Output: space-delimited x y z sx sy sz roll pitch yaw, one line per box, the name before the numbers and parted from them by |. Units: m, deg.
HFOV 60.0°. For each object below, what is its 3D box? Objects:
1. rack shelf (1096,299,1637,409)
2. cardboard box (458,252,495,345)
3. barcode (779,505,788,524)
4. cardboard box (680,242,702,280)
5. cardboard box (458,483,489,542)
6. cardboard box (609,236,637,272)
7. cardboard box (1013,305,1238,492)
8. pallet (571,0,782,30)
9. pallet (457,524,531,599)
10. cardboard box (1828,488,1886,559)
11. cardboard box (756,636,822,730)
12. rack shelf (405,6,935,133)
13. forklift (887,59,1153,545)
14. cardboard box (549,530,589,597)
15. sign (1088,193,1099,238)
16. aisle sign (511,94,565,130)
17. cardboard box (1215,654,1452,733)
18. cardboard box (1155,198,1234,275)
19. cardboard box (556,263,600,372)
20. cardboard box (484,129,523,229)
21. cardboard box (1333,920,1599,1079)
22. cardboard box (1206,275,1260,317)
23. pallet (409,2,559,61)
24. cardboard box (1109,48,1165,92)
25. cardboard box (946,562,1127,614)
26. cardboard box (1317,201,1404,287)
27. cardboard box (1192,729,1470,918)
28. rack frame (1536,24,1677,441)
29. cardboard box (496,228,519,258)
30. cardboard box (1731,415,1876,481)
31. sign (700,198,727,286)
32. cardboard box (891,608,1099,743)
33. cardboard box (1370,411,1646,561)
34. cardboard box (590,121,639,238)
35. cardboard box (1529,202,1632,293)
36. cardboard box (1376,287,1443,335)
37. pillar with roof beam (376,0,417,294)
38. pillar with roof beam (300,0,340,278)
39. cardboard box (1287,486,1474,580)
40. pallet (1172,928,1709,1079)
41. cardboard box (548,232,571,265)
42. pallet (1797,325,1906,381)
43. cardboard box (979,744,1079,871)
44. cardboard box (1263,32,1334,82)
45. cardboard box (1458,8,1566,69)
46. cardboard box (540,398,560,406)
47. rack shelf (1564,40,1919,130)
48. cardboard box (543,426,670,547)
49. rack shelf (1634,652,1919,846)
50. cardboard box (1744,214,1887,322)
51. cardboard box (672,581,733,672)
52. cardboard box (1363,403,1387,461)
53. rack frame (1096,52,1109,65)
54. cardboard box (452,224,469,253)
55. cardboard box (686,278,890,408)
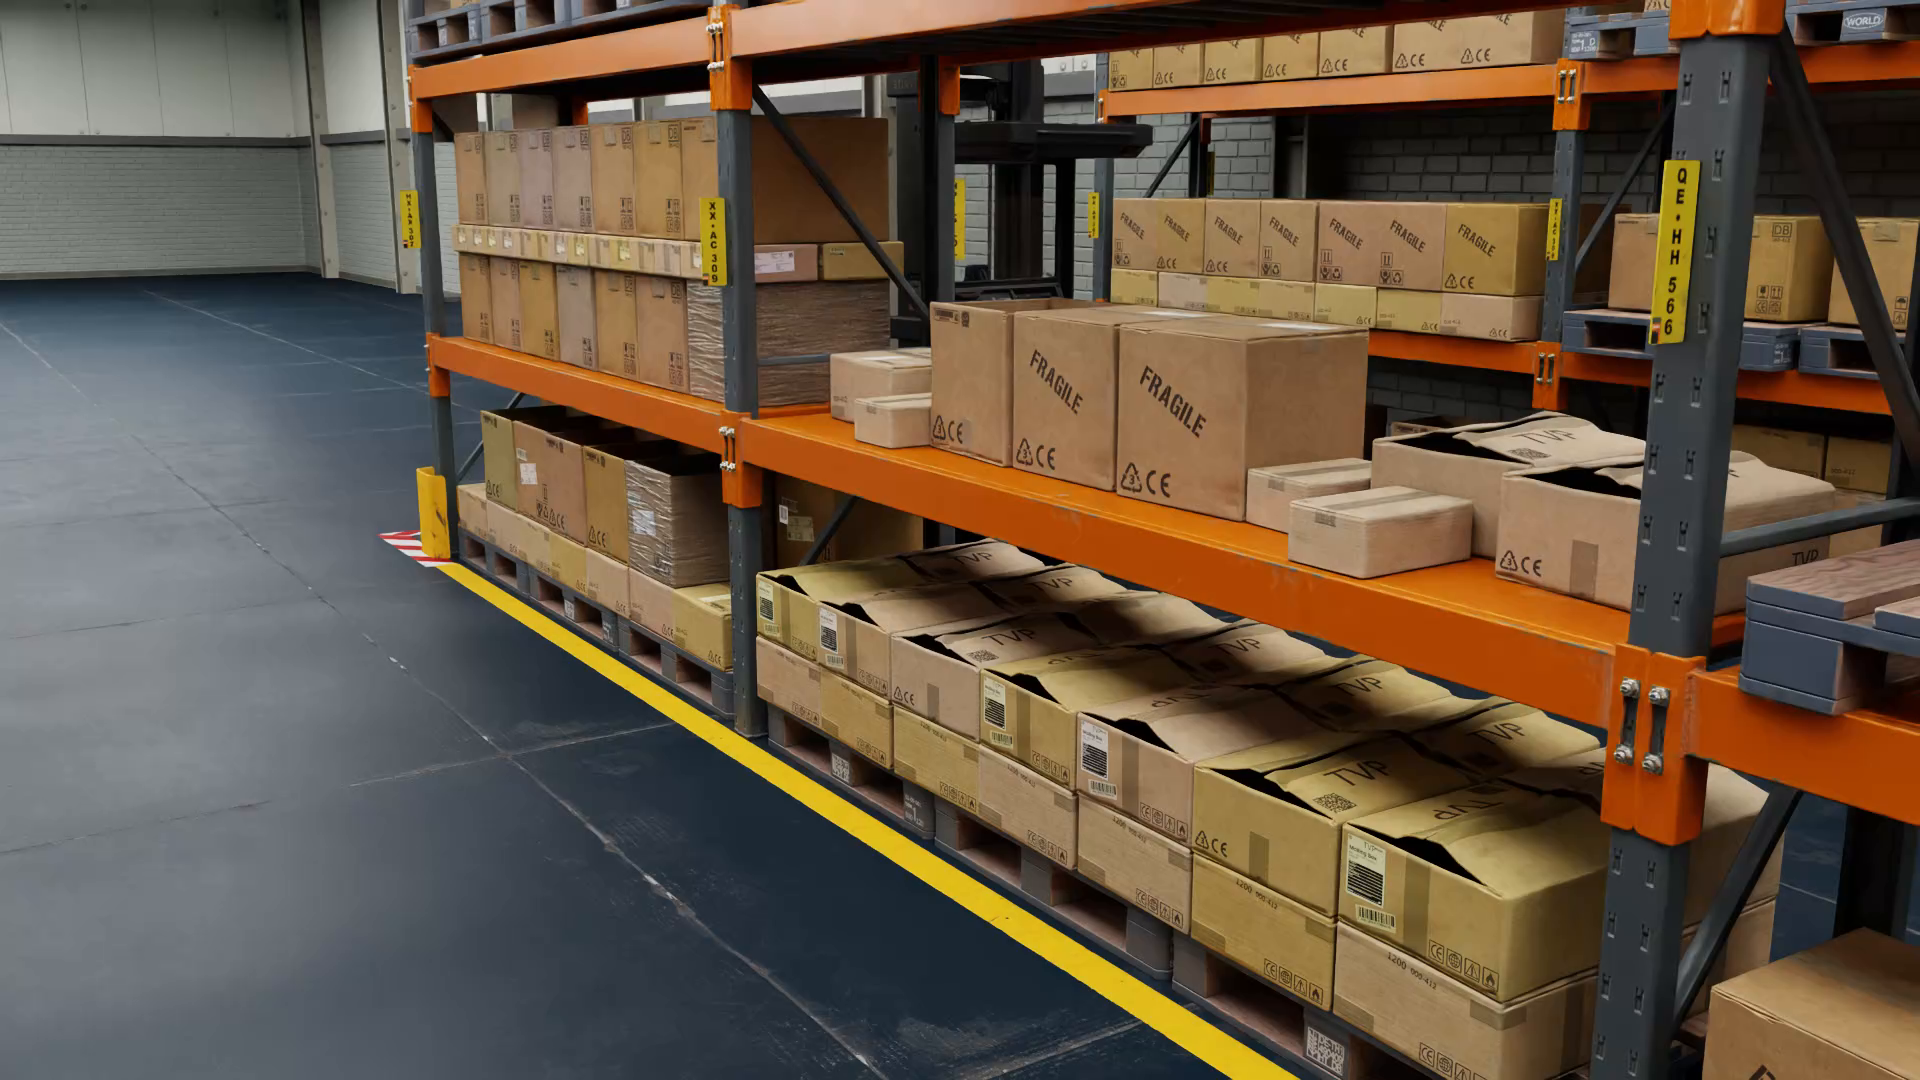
rack shelf | 2.545 -1.321 11.063 1.077 0.370 4.000 -8 15 -33
cardboard box | -2.437 -1.405 9.531 0.700 0.500 0.500 -8 15 -33
barcode | -0.674 -0.097 6.360 0.001 0.075 0.075 -8 15 -33
cardboard box | -0.933 -1.162 6.903 0.380 0.149 0.250 -8 15 -34
cardboard box | -2.573 -0.181 9.621 0.500 0.250 0.500 -8 15 -33
cardboard box | -1.360 -1.299 7.529 0.380 0.149 0.250 -8 15 -33
cardboard box | 0.512 -0.457 5.196 0.500 0.500 0.500 -8 15 -33
pallet | -0.963 -2.300 7.044 1.003 0.211 1.213 -8 15 -33
pallet | -2.227 0.052 9.627 1.003 0.211 1.213 -8 15 -33
cardboard box | 4.652 0.000 8.160 0.700 0.500 0.500 -8 15 -32
cardboard box | -0.452 0.510 6.462 0.500 0.250 0.500 -9 15 -34
rack shelf | -1.577 -2.199 8.059 1.077 0.370 4.000 -8 15 -33
forklift | 0.394 -1.328 9.573 1.130 2.935 3.031 -10 16 -38
cardboard box | -1.744 0.086 8.400 0.500 0.250 0.500 -8 15 -33
sign | 0.985 -2.386 12.227 0.100 0.325 0.005 -8 15 -33
aisle sign | -2.477 -2.757 9.863 0.394 0.787 0.004 -8 15 -33
cardboard box | 1.123 0.535 5.035 0.500 0.311 0.500 -9 15 -34
cardboard box | 1.716 -2.121 11.588 0.500 0.500 0.500 -8 15 -33
cardboard box | -1.577 -1.130 8.274 0.700 0.500 0.500 -8 14 -31
cardboard box | -2.112 -1.937 8.925 0.700 0.500 0.500 -9 15 -34
cardboard box | 1.253 1.055 3.967 0.500 0.250 0.500 -8 15 -31
cardboard box | 2.019 -1.658 11.226 0.500 0.250 0.500 -8 15 -34
pallet | -2.315 -2.734 9.029 1.003 0.211 1.213 -8 15 -33
cardboard box | 1.414 -3.463 11.872 0.500 0.500 0.500 -8 14 -31
cardboard box | 0.287 0.265 6.271 0.500 0.311 0.500 -8 14 -31
cardboard box | 2.582 -1.846 10.329 0.500 0.500 0.500 -9 15 -34
cardboard box | 0.959 0.691 4.323 0.500 0.311 0.500 -8 15 -34
rack frame | 3.653 -1.316 9.360 1.000 3.000 0.127 -8 15 -33
cardboard box | -2.224 -1.575 8.790 0.380 0.149 0.250 -8 15 -34
cardboard box | 4.321 -0.470 8.554 0.500 0.250 0.500 -8 15 -34
sign | -0.930 -1.125 6.273 0.100 0.325 0.005 -8 15 -33
cardboard box | 0.113 0.419 5.563 0.500 0.311 0.500 -9 15 -35
cardboard box | 1.413 -0.156 4.264 0.500 0.311 0.500 -8 15 -33
cardboard box | -1.278 -1.669 7.702 0.700 0.500 0.500 -8 15 -33
cardboard box | 3.566 -1.727 9.789 0.500 0.500 0.500 -9 15 -34
cardboard box | 2.869 -1.391 10.005 0.500 0.250 0.500 -8 15 -33
pillar with roof beam | -14.337 -8.695 29.059 9.100 9.000 0.400 -8 15 -33
pillar with roof beam | -17.661 -9.762 33.939 9.100 9.000 0.400 -8 15 -33
cardboard box | 1.019 -0.022 4.031 0.380 0.149 0.250 -8 15 -33
pallet | 1.323 1.193 4.411 1.003 0.211 1.213 -8 15 -33
cardboard box | -1.796 -1.438 8.162 0.380 0.149 0.250 -8 15 -32
pallet | 4.738 -0.858 7.715 1.003 0.211 1.213 -8 15 -33
cardboard box | 0.401 0.783 5.212 0.500 0.250 0.500 -8 15 -32
cardboard box | 2.287 -3.178 10.572 0.500 0.500 0.500 -7 14 -29
cardboard box | 3.166 -2.901 9.306 0.500 0.500 0.500 -8 14 -31
cardboard box | -2.140 -0.609 9.822 0.500 0.500 0.500 -8 15 -33
rack shelf | 4.761 -2.075 7.490 1.077 0.370 4.000 -8 15 -33
cardboard box | -1.744 -0.280 8.320 0.500 0.500 0.500 -8 15 -33
rack shelf | 2.855 0.689 1.873 1.077 0.370 4.000 -8 15 -33
cardboard box | 4.210 -1.385 8.411 0.700 0.500 0.500 -6 14 -27
cardboard box | -0.908 0.352 7.183 0.500 0.250 0.500 -8 15 -33
cardboard box | 2.426 -0.650 11.134 0.700 0.500 0.500 -9 15 -36
rack frame | 1.437 -4.958 11.972 1.000 3.000 0.127 -8 15 -33
cardboard box | -2.647 -1.711 9.413 0.380 0.149 0.250 -8 15 -33
cardboard box | -0.720 -0.856 7.022 0.700 0.500 0.500 -9 15 -34
